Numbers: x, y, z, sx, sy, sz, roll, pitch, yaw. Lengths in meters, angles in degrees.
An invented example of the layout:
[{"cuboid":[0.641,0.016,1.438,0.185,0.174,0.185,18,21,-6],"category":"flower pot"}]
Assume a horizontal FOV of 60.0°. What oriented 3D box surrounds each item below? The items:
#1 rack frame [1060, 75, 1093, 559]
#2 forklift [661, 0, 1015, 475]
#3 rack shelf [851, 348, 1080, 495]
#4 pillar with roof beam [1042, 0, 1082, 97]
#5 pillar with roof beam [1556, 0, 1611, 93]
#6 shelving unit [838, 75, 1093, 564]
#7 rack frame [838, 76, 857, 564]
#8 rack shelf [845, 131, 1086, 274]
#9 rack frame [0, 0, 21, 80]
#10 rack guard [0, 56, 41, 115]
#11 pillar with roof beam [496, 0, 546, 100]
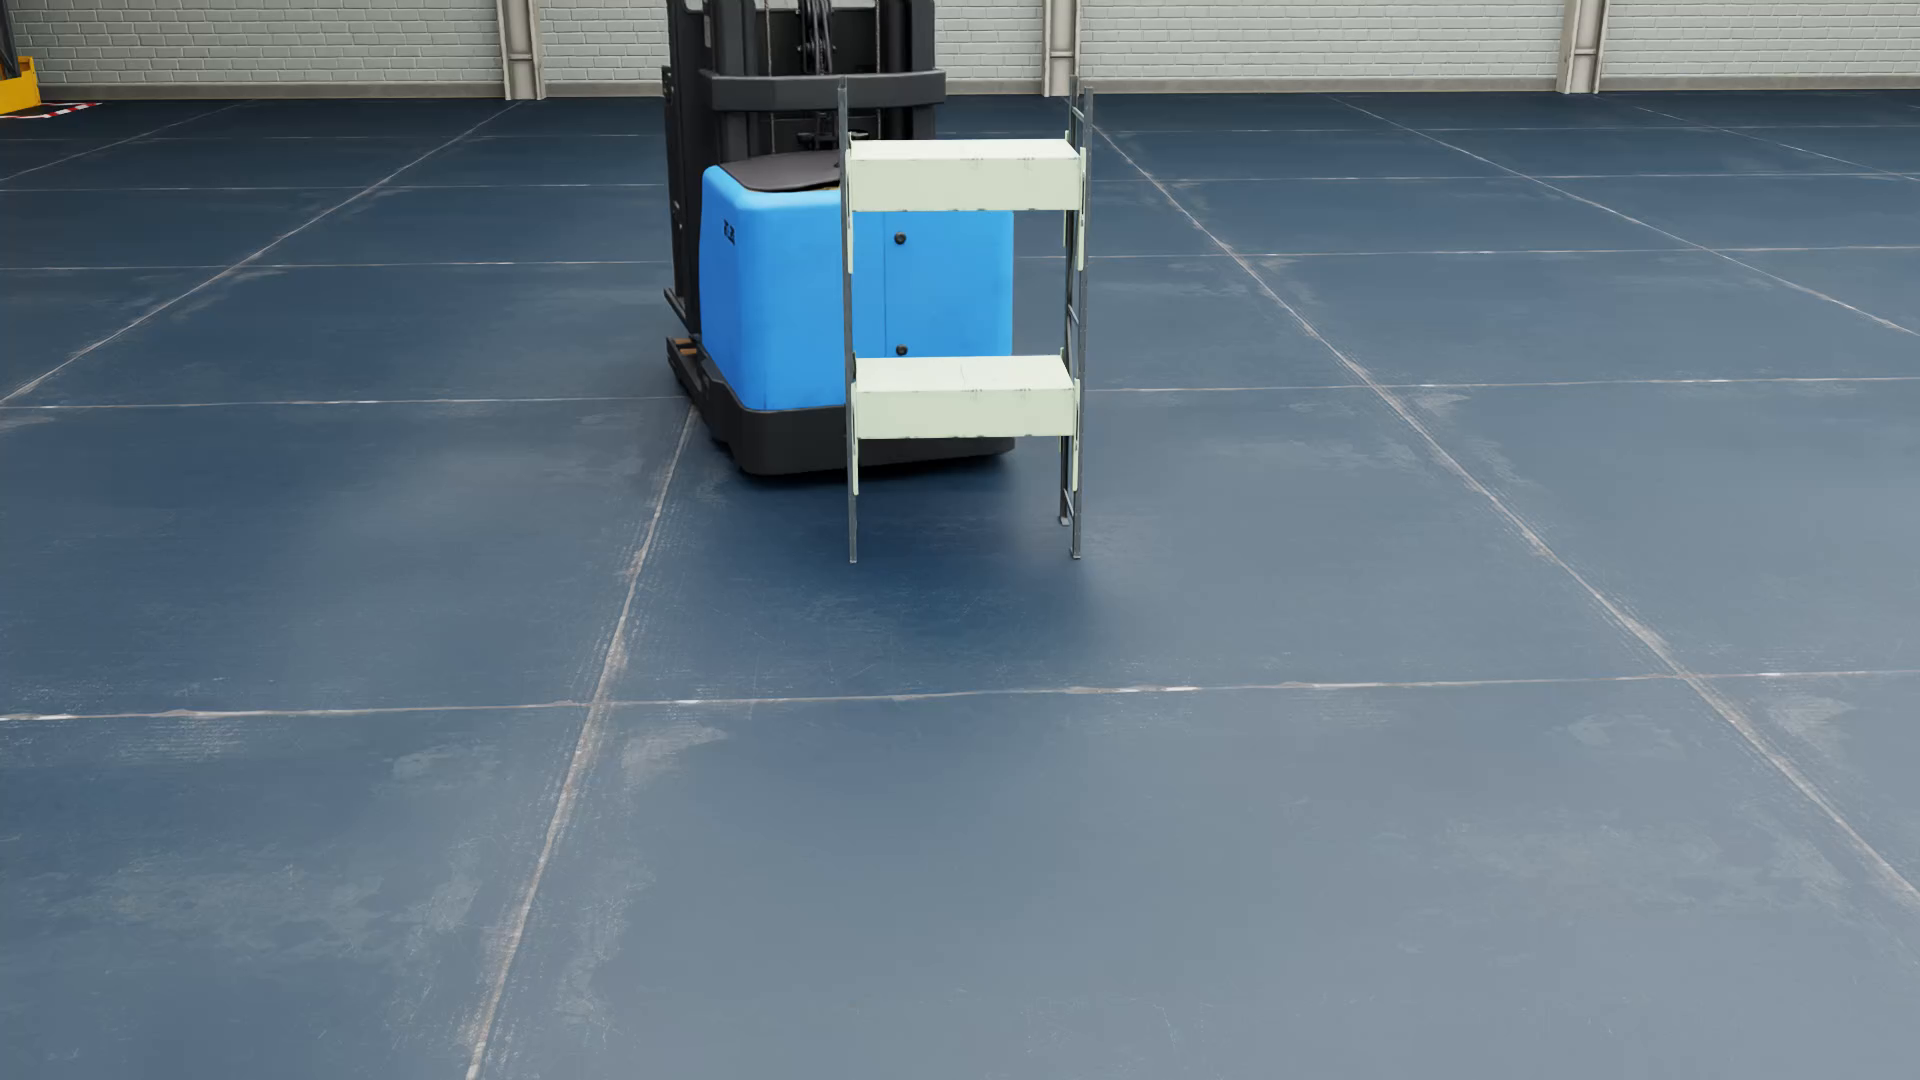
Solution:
[{"cuboid":[0.372,-0.708,5.374,0.023,1.500,0.400,-1,21,-3],"category":"rack frame"},{"cuboid":[-0.711,-2.097,7.010,1.130,2.935,3.031,-6,22,-16],"category":"forklift"},{"cuboid":[0.007,-0.396,5.470,0.720,0.370,0.431,-1,21,-3],"category":"rack shelf"},{"cuboid":[1.384,-7.737,13.296,0.400,9.000,9.100,-1,21,-3],"category":"pillar with roof beam"},{"cuboid":[7.375,-7.859,13.616,0.400,9.000,9.100,-1,21,-3],"category":"pillar with roof beam"},{"cuboid":[0.007,-0.701,5.354,0.755,1.500,0.431,-1,21,-3],"category":"shelving unit"},{"cuboid":[-0.359,-0.694,5.335,0.023,1.500,0.400,-1,21,-3],"category":"rack frame"},{"cuboid":[0.007,-1.066,5.216,0.720,0.370,0.431,-1,21,-3],"category":"rack shelf"},{"cuboid":[-10.095,-5.913,16.936,0.127,3.000,1.000,-1,21,-3],"category":"rack frame"},{"cuboid":[-10.071,-4.745,17.382,0.348,0.500,1.175,-1,21,-3],"category":"rack guard"},{"cuboid":[-4.606,-7.615,12.975,0.400,9.000,9.100,-1,21,-3],"category":"pillar with roof beam"}]
